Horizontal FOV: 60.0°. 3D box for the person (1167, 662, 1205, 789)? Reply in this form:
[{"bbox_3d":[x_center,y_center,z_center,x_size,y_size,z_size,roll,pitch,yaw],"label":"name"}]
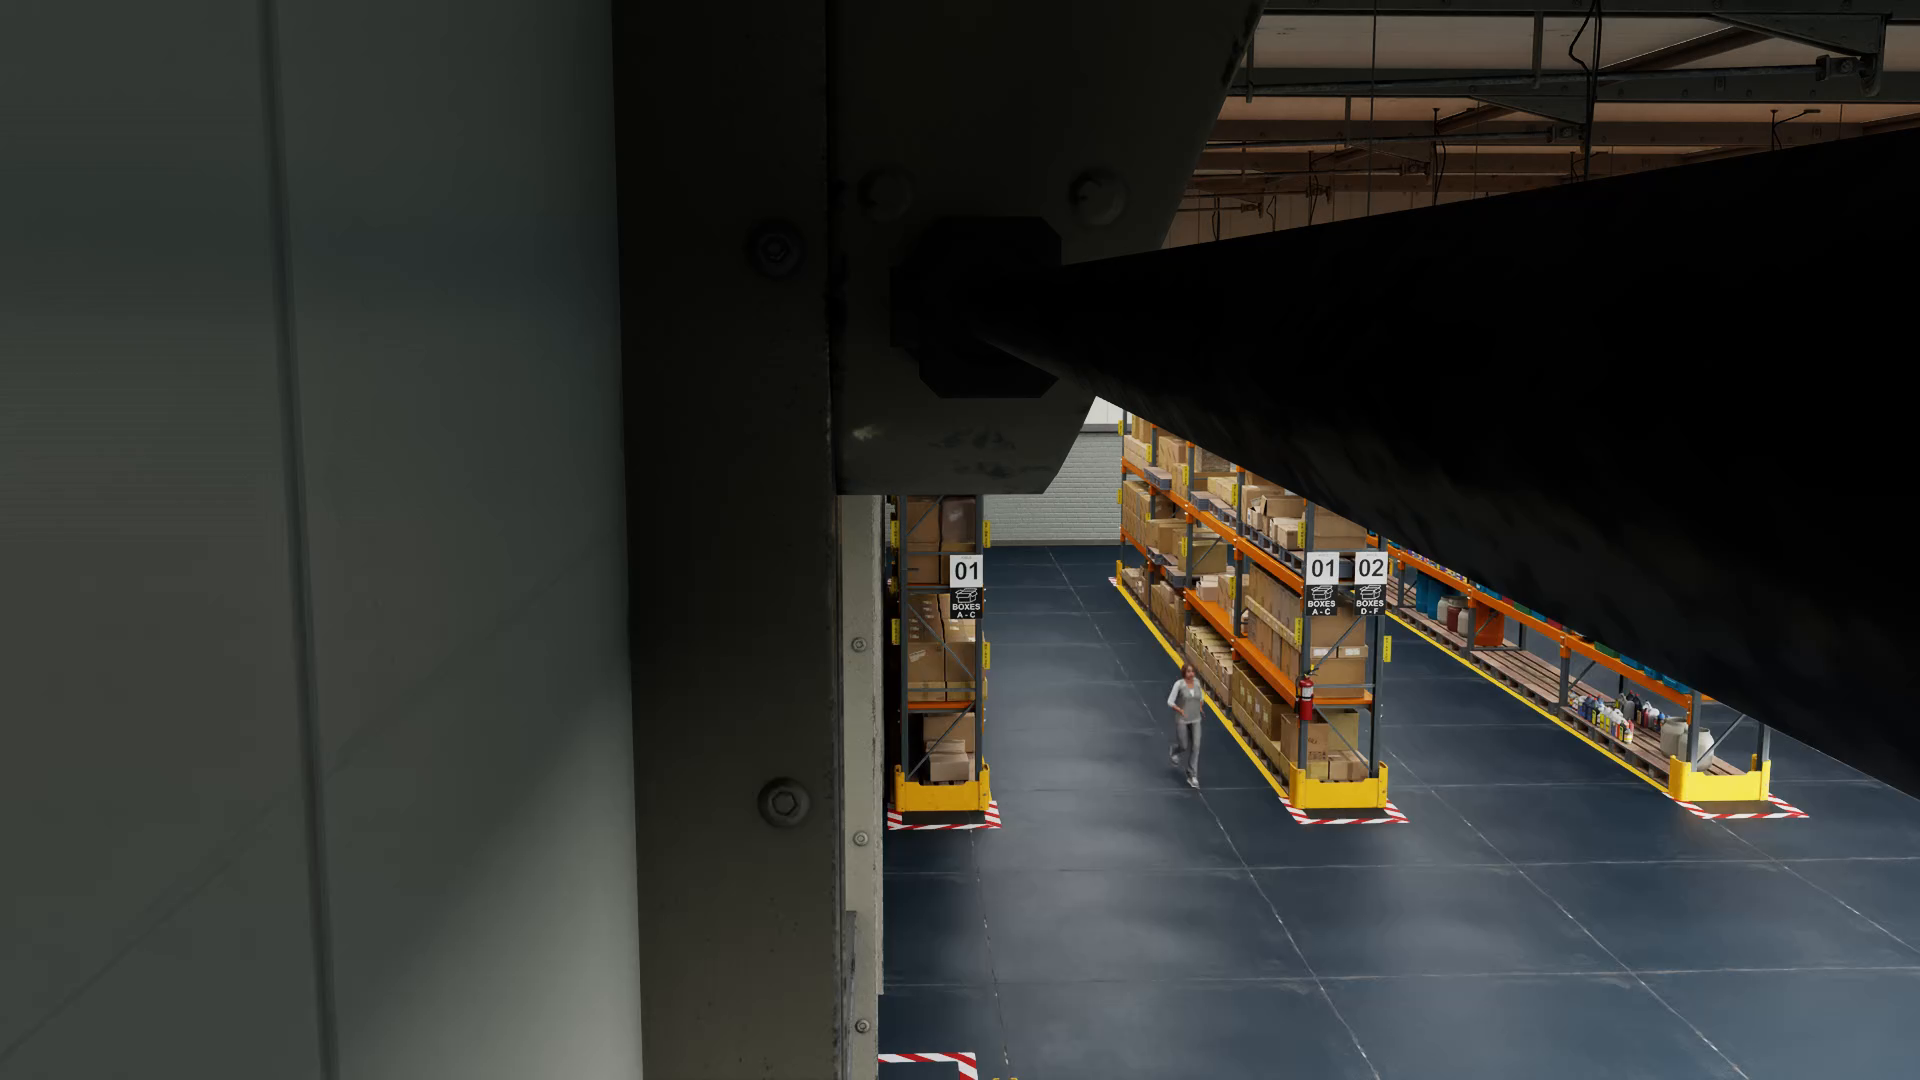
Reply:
[{"bbox_3d":[2.955,2.365,21.678,0.545,1.592,0.839,-2,9,-12],"label":"person"}]
